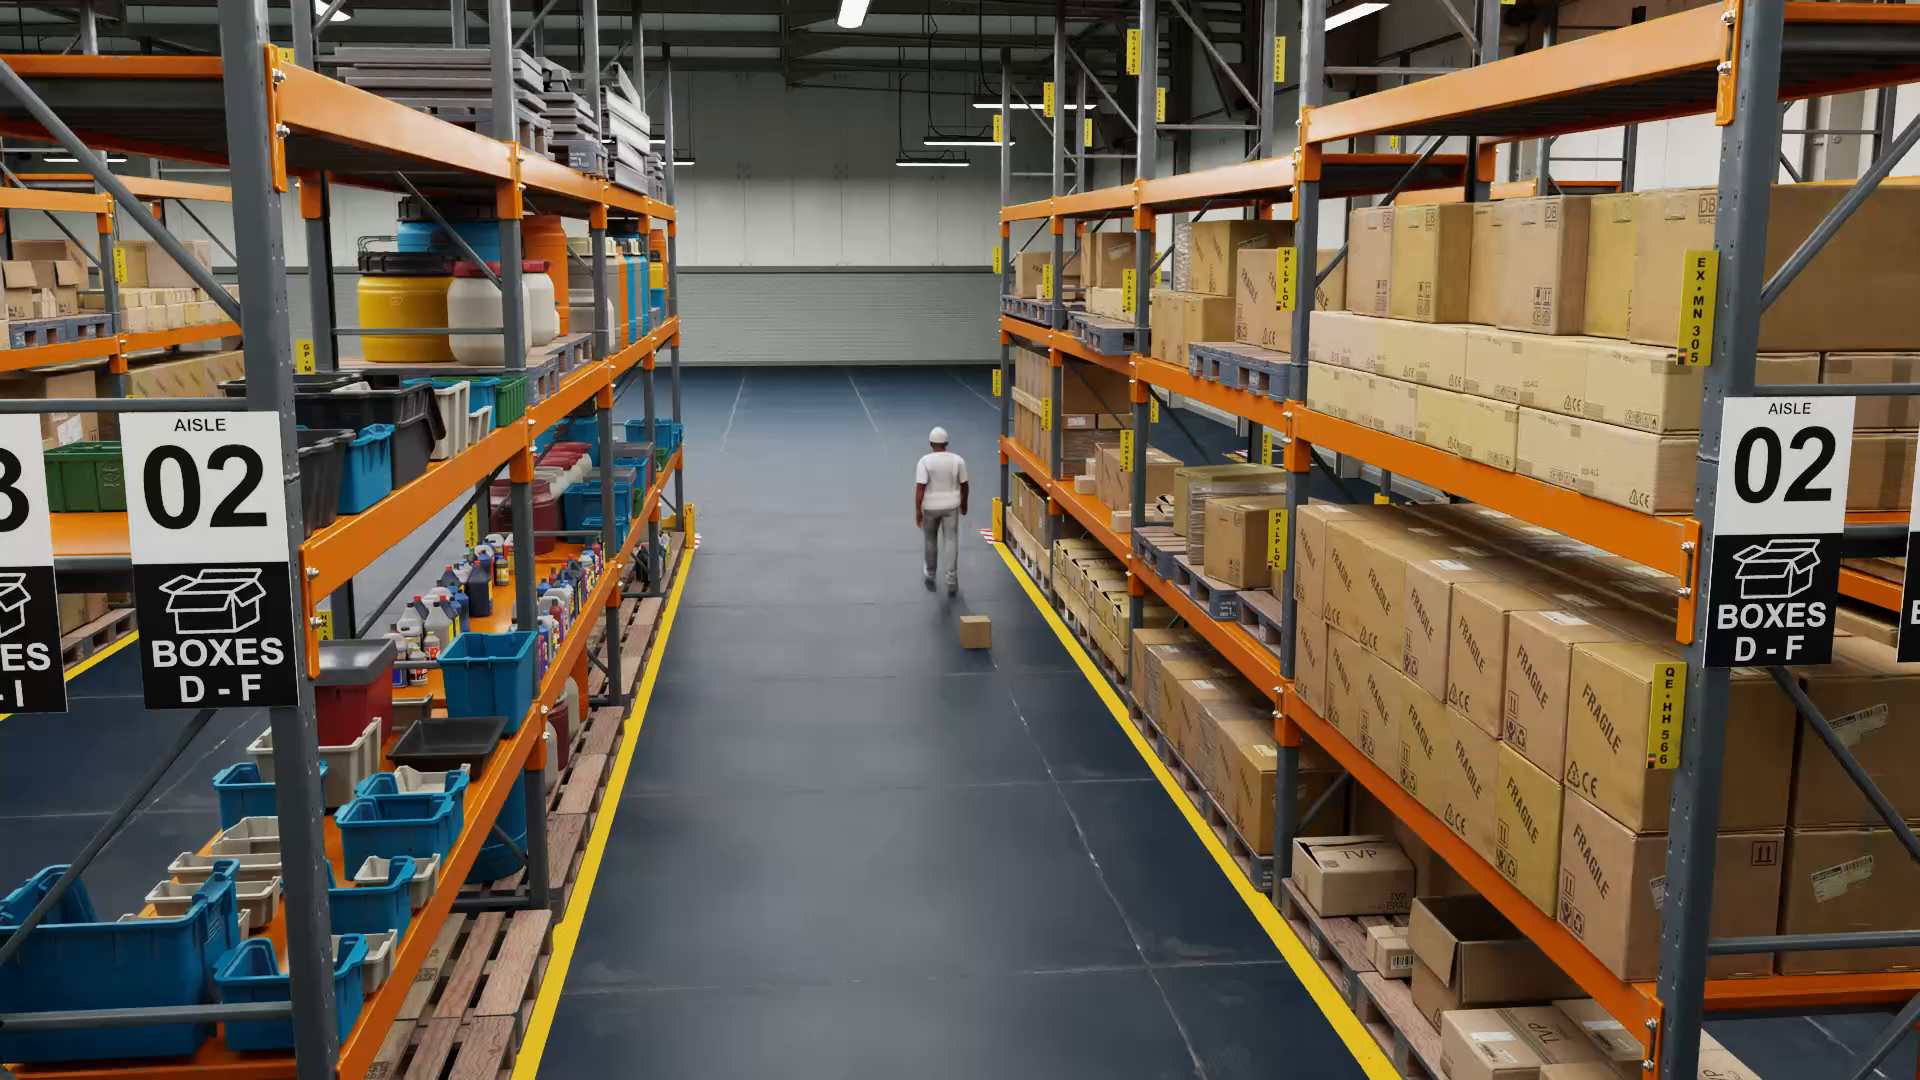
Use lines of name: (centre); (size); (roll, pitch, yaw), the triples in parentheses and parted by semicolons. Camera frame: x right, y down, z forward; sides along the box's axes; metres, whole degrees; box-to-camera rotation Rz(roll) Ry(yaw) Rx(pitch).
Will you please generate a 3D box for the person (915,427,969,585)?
person: (-0.197, -0.378, 18.026); (0.586, 1.722, 1.048); (-1, 10, -3)
